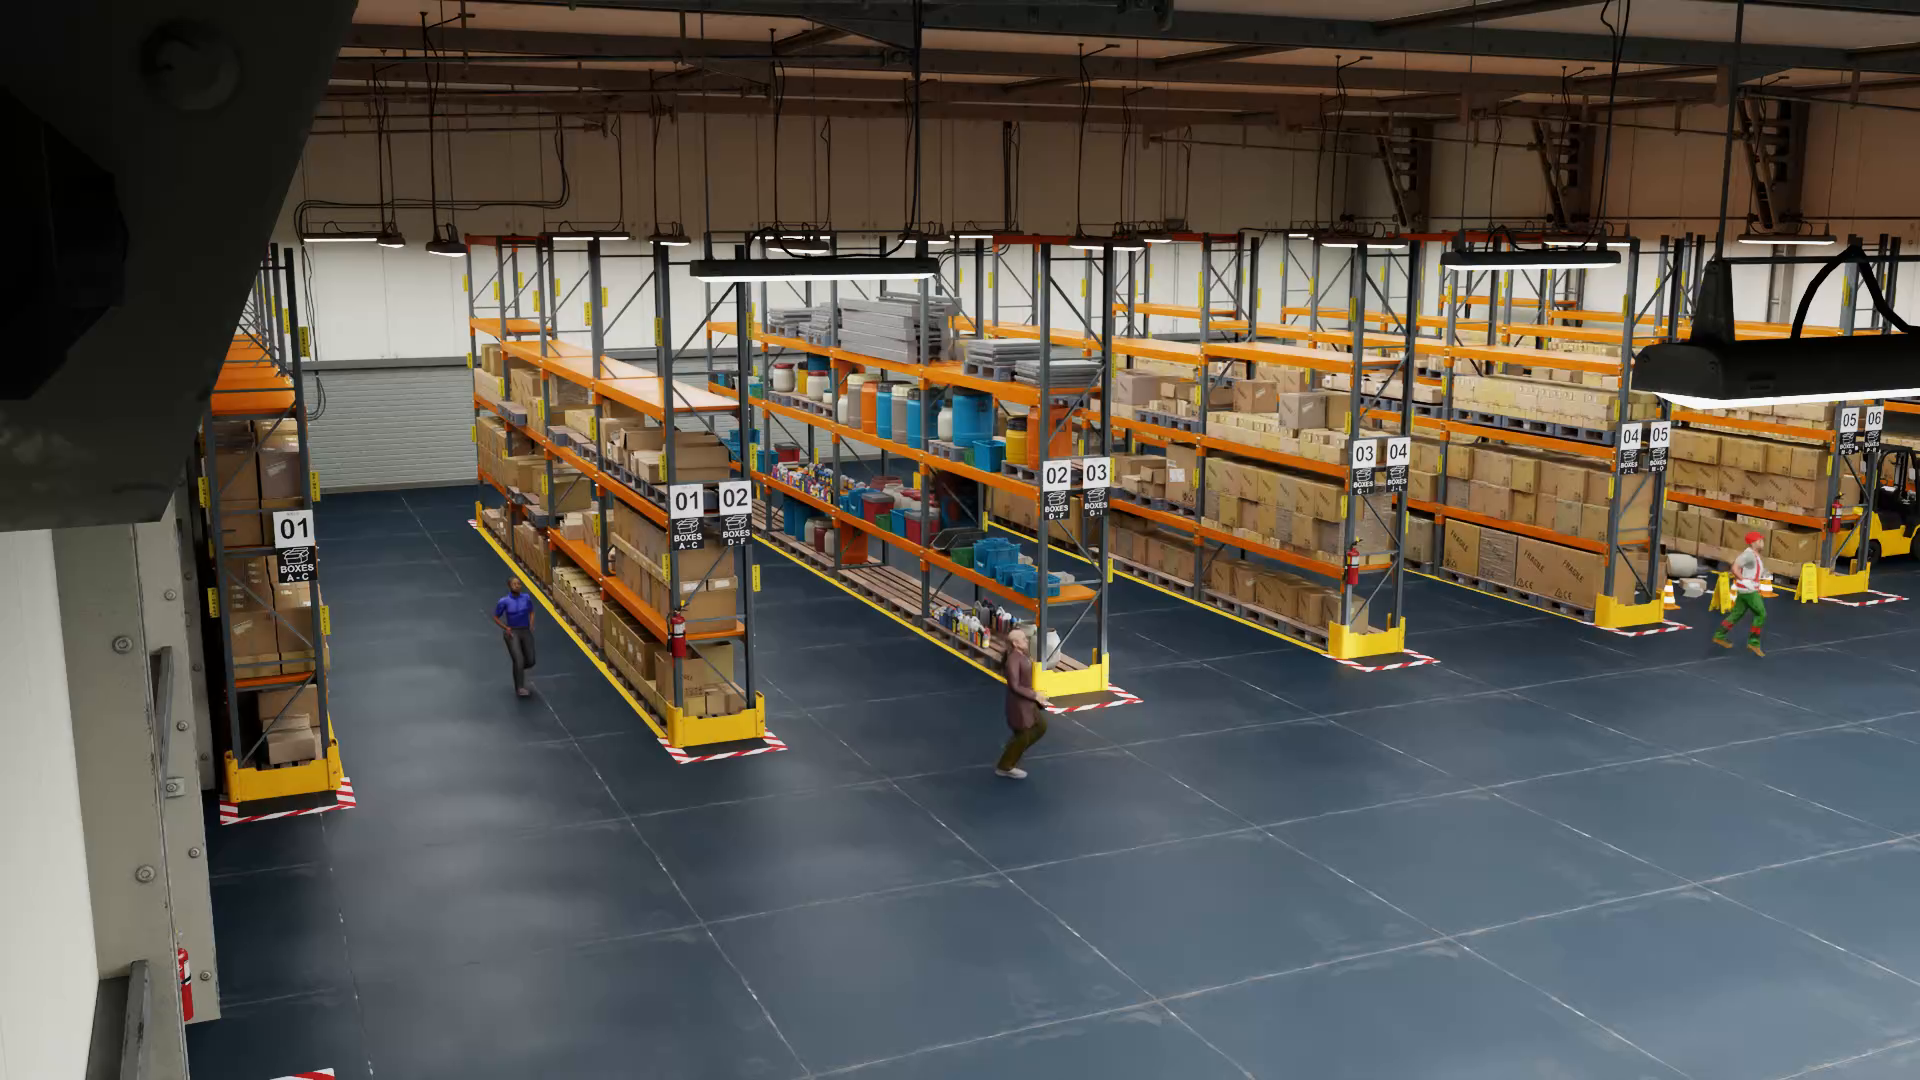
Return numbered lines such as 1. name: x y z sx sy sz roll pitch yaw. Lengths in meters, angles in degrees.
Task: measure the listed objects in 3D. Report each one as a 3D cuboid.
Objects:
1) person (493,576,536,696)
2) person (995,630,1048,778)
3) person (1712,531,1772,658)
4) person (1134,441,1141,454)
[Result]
1. person: -5.953 1.274 22.338 0.573 1.602 0.546 -8 13 -35
2. person: 0.709 1.860 18.975 0.607 1.737 0.722 1 11 6
3. person: 11.525 0.772 24.454 0.743 1.844 0.676 5 12 23
4. person: 4.418 -2.514 41.893 0.636 1.650 0.584 5 12 22
